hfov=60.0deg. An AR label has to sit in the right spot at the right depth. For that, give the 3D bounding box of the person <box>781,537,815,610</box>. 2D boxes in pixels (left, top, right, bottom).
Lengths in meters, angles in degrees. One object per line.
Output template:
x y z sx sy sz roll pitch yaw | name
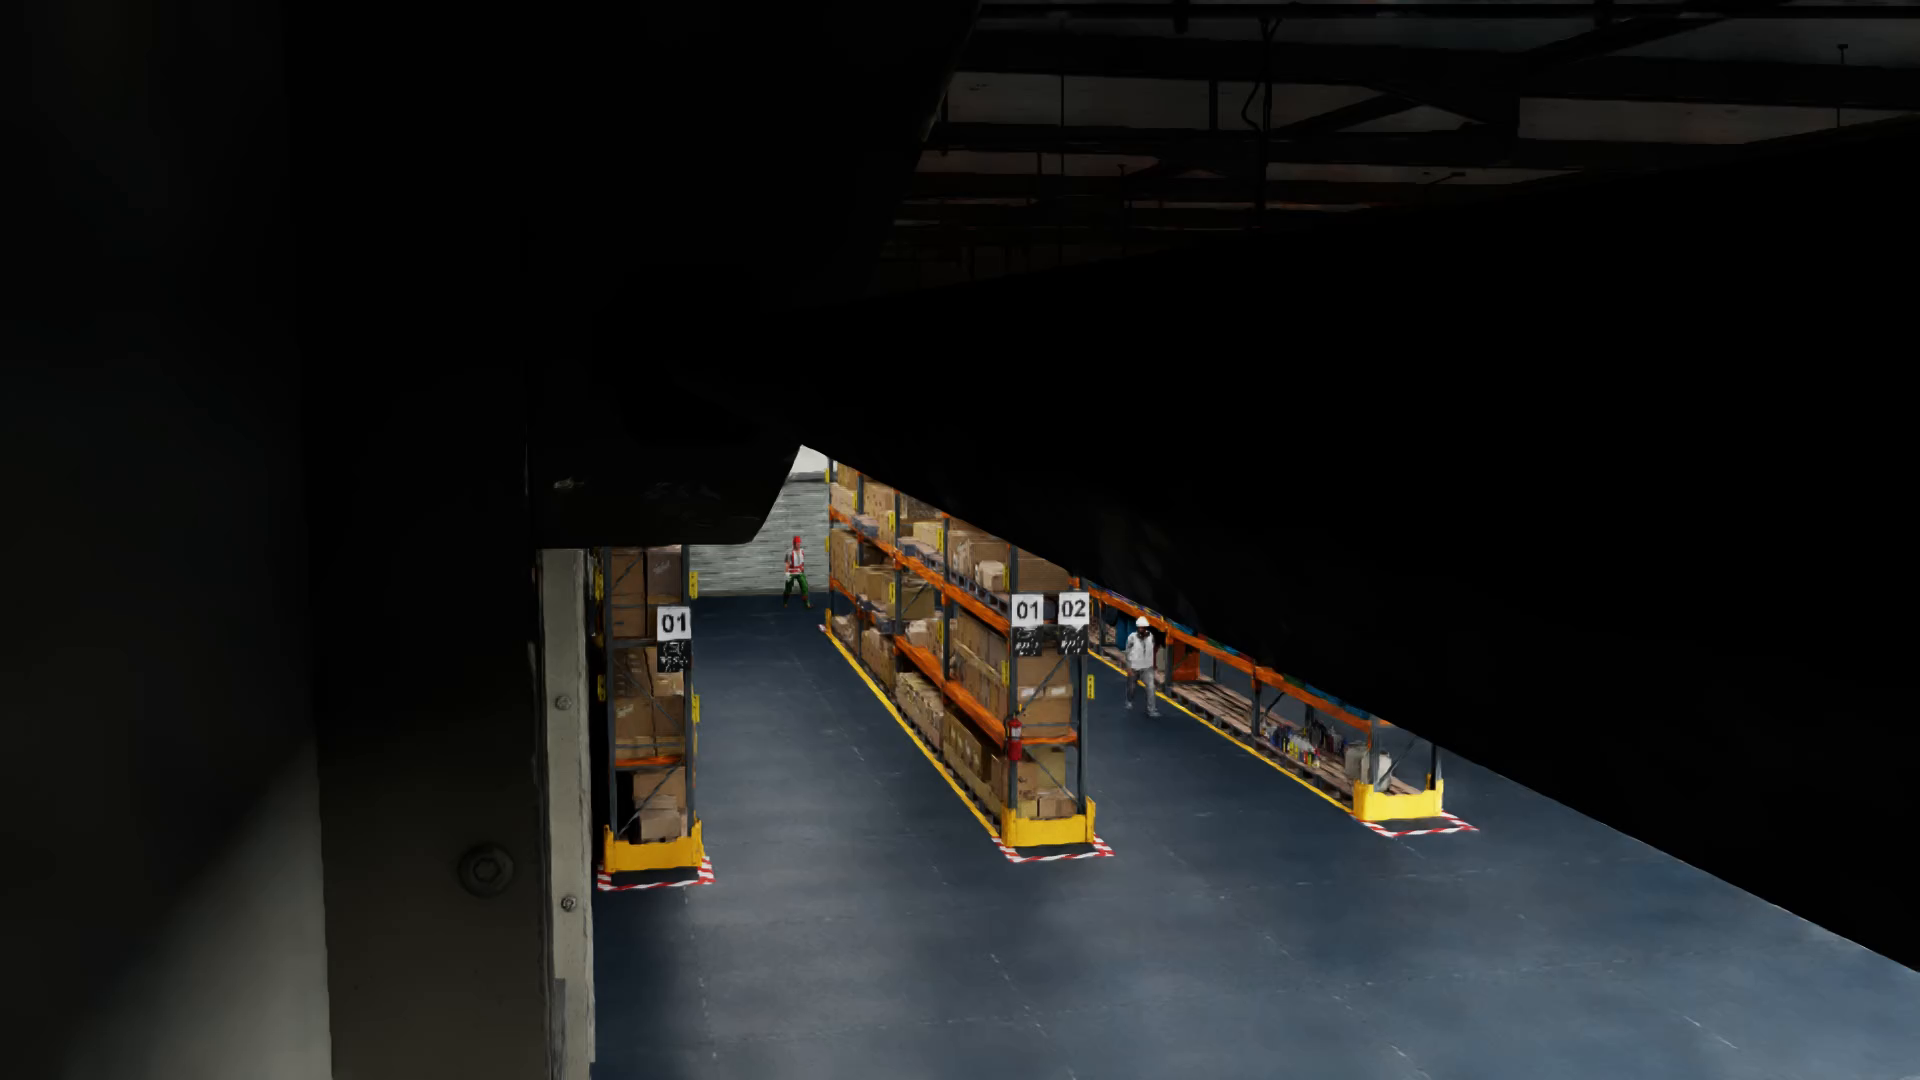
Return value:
-3.899 0.778 39.575 0.591 1.746 0.968 -5 8 -35 | person

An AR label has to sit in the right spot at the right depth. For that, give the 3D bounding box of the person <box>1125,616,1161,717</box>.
3.064 2.125 28.280 0.543 1.700 1.115 -1 7 -10 | person
